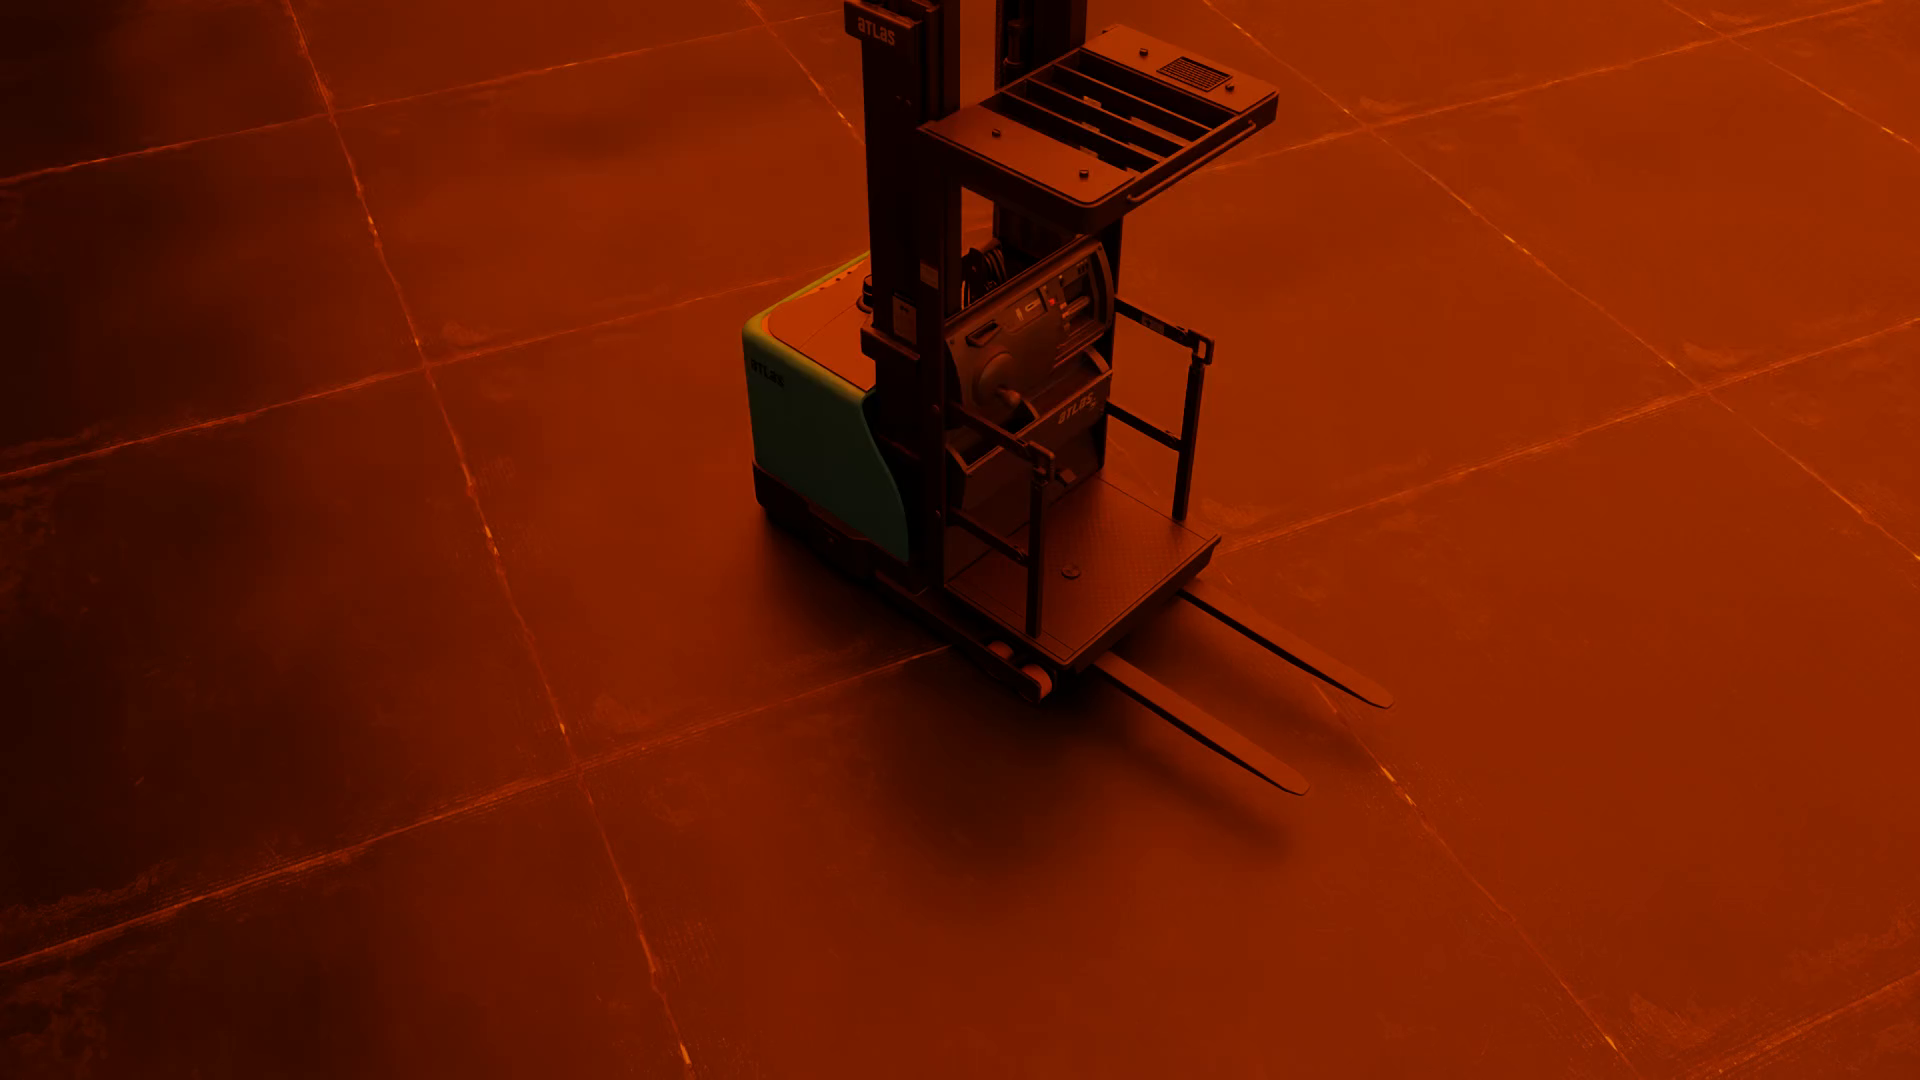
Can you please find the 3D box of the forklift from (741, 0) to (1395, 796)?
[{"bbox_3d":[0.445,-0.788,6.525,3.031,2.935,1.130,32,52,30],"label":"forklift"}]
